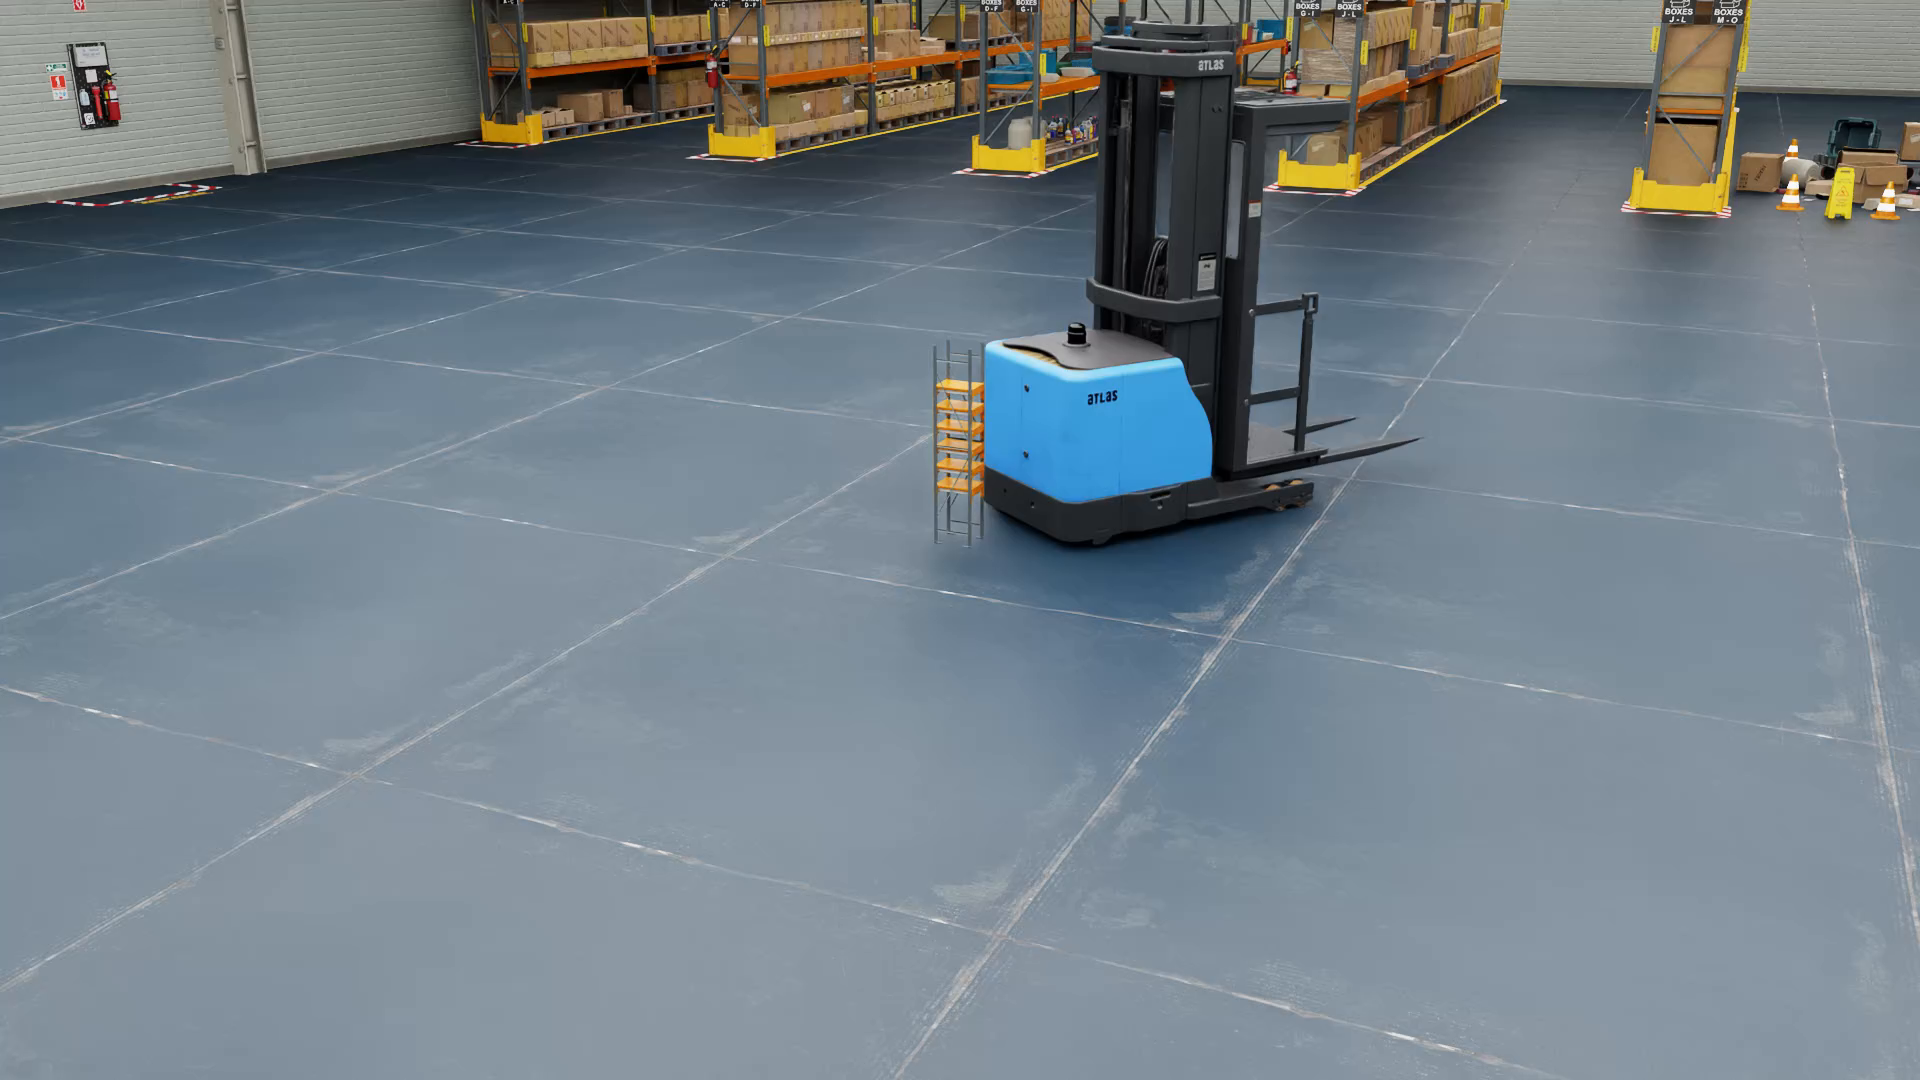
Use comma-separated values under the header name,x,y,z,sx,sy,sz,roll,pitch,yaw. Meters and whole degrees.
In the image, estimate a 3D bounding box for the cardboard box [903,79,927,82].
name,x,y,z,sx,sy,sz,roll,pitch,yaw
cardboard box,-0.933,-9.523,34.910,0.500,0.311,0.500,9,22,25

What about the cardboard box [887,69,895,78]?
name,x,y,z,sx,sy,sz,roll,pitch,yaw
cardboard box,-2.096,-12.240,43.013,0.700,0.500,0.500,8,21,23

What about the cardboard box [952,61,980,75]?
name,x,y,z,sx,sy,sz,roll,pitch,yaw
cardboard box,0.152,-10.508,36.995,0.500,0.250,0.500,8,21,22

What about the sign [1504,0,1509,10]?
name,x,y,z,sx,sy,sz,roll,pitch,yaw
sign,12.351,-12.140,37.546,0.100,0.325,0.005,9,21,23

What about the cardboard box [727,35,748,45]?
name,x,y,z,sx,sy,sz,roll,pitch,yaw
cardboard box,-3.744,-8.526,28.350,0.380,0.149,0.250,8,21,22

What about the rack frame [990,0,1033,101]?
name,x,y,z,sx,sy,sz,roll,pitch,yaw
rack frame,1.187,-11.699,38.388,1.000,3.000,0.127,9,21,23

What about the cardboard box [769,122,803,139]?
name,x,y,z,sx,sy,sz,roll,pitch,yaw
cardboard box,-3.103,-7.220,29.270,0.500,0.250,0.500,9,21,23

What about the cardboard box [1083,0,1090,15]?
name,x,y,z,sx,sy,sz,roll,pitch,yaw
cardboard box,2.894,-13.266,41.154,0.500,0.500,0.500,8,21,22

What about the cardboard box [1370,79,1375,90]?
name,x,y,z,sx,sy,sz,roll,pitch,yaw
cardboard box,6.149,-6.989,25.520,0.380,0.149,0.250,9,21,23

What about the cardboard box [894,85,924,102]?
name,x,y,z,sx,sy,sz,roll,pitch,yaw
cardboard box,-1.064,-8.982,33.389,0.500,0.311,0.500,9,22,24

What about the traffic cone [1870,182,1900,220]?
name,x,y,z,sx,sy,sz,roll,pitch,yaw
traffic cone,12.198,-4.472,21.853,0.336,0.463,0.334,9,21,23

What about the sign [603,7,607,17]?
name,x,y,z,sx,sy,sz,roll,pitch,yaw
sign,-7.118,-10.553,33.437,0.100,0.325,0.005,9,21,23

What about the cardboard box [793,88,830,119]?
name,x,y,z,sx,sy,sz,roll,pitch,yaw
cardboard box,-2.688,-7.878,30.002,0.500,0.500,0.500,9,21,23

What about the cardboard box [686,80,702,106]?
name,x,y,z,sx,sy,sz,roll,pitch,yaw
cardboard box,-5.912,-9.504,35.291,0.700,0.500,0.500,9,21,23

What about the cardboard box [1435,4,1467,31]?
name,x,y,z,sx,sy,sz,roll,pitch,yaw
cardboard box,9.678,-10.454,33.241,0.797,0.503,0.637,9,21,23

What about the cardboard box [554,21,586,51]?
name,x,y,z,sx,sy,sz,roll,pitch,yaw
cardboard box,-7.349,-9.413,31.035,0.500,0.500,0.500,8,21,21

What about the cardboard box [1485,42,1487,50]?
name,x,y,z,sx,sy,sz,roll,pitch,yaw
cardboard box,11.073,-10.585,35.630,0.380,0.149,0.250,8,21,22

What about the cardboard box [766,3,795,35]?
name,x,y,z,sx,sy,sz,roll,pitch,yaw
cardboard box,-3.292,-9.008,28.735,0.700,0.500,0.500,8,21,21

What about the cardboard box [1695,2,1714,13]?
name,x,y,z,sx,sy,sz,roll,pitch,yaw
cardboard box,14.653,-10.466,32.837,0.500,0.500,0.500,8,21,21

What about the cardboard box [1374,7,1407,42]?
name,x,y,z,sx,sy,sz,roll,pitch,yaw
cardboard box,6.810,-8.223,26.529,0.500,0.500,0.500,9,21,23

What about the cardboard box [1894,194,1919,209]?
name,x,y,z,sx,sy,sz,roll,pitch,yaw
cardboard box,13.044,-4.645,22.808,0.250,0.149,0.380,-14,24,-33

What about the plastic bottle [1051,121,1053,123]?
name,x,y,z,sx,sy,sz,roll,pitch,yaw
plastic bottle,1.616,-7.197,29.144,0.097,0.271,0.097,0,20,0

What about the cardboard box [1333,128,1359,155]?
name,x,y,z,sx,sy,sz,roll,pitch,yaw
cardboard box,5.794,-6.066,25.654,0.500,0.500,0.500,15,25,37

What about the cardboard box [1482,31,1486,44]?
name,x,y,z,sx,sy,sz,roll,pitch,yaw
cardboard box,10.863,-10.667,35.267,0.500,0.250,0.500,8,21,22

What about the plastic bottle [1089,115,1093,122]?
name,x,y,z,sx,sy,sz,roll,pitch,yaw
plastic bottle,2.296,-7.315,29.359,0.144,0.351,0.185,9,21,23

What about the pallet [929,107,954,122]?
name,x,y,z,sx,sy,sz,roll,pitch,yaw
pallet,-0.824,-8.916,34.725,1.003,0.211,1.213,9,21,23

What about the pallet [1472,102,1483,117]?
name,x,y,z,sx,sy,sz,roll,pitch,yaw
pallet,10.606,-9.247,35.654,1.003,0.211,1.213,9,21,23

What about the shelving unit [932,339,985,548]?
name,x,y,z,sx,sy,sz,roll,pitch,yaw
shelving unit,-0.006,-0.561,9.755,0.258,1.200,0.189,9,21,23

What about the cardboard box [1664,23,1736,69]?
name,x,y,z,sx,sy,sz,roll,pitch,yaw
cardboard box,9.980,-6.646,22.346,0.875,0.550,0.550,9,21,23

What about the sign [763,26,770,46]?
name,x,y,z,sx,sy,sz,roll,pitch,yaw
sign,-3.223,-8.398,27.696,0.100,0.325,0.005,9,21,23

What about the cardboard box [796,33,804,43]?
name,x,y,z,sx,sy,sz,roll,pitch,yaw
cardboard box,-2.948,-8.790,29.090,0.380,0.149,0.250,8,21,21

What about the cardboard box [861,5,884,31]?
name,x,y,z,sx,sy,sz,roll,pitch,yaw
cardboard box,-2.504,-13.129,41.961,0.980,0.700,0.700,7,21,20

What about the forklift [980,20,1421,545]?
name,x,y,z,sx,sy,sz,roll,pitch,yaw
forklift,1.653,-1.699,10.371,3.031,2.935,1.130,-11,23,-29

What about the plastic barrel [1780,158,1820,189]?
name,x,y,z,sx,sy,sz,roll,pitch,yaw
plastic barrel,12.366,-5.411,24.551,0.421,0.421,0.512,-9,22,-24

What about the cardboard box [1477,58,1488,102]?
name,x,y,z,sx,sy,sz,roll,pitch,yaw
cardboard box,10.935,-10.001,36.159,0.875,0.875,0.875,9,21,23

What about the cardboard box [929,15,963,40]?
name,x,y,z,sx,sy,sz,roll,pitch,yaw
cardboard box,-0.296,-10.929,35.448,0.700,0.500,0.500,2,20,4

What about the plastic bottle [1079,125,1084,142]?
name,x,y,z,sx,sy,sz,roll,pitch,yaw
plastic bottle,2.082,-6.981,28.536,0.097,0.271,0.097,0,20,0

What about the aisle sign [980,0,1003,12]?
name,x,y,z,sx,sy,sz,roll,pitch,yaw
aisle sign,0.490,-8.594,25.776,0.394,0.787,0.004,9,21,23

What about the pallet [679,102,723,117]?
name,x,y,z,sx,sy,sz,roll,pitch,yaw
pallet,-5.794,-9.231,35.609,1.003,0.211,1.213,9,21,23

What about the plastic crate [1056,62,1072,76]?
name,x,y,z,sx,sy,sz,roll,pitch,yaw
plastic crate,1.615,-8.097,28.575,0.450,0.188,0.662,9,21,23

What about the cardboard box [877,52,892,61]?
name,x,y,z,sx,sy,sz,roll,pitch,yaw
cardboard box,-1.540,-9.378,32.237,0.380,0.149,0.250,9,21,23

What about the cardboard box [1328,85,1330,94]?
name,x,y,z,sx,sy,sz,roll,pitch,yaw
cardboard box,5.341,-6.744,24.830,0.380,0.149,0.250,9,21,23

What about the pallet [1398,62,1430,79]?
name,x,y,z,sx,sy,sz,roll,pitch,yaw
pallet,7.393,-8.016,28.320,1.003,0.211,1.213,9,21,23

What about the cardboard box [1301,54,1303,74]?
name,x,y,z,sx,sy,sz,roll,pitch,yaw
cardboard box,5.655,-7.191,25.120,0.875,0.500,0.500,9,21,23

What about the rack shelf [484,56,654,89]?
name,x,y,z,sx,sy,sz,roll,pitch,yaw
rack shelf,-7.429,-8.982,31.821,1.077,0.370,4.000,9,21,23

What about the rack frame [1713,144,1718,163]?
name,x,y,z,sx,sy,sz,roll,pitch,yaw
rack frame,11.431,-7.182,25.686,1.000,3.000,0.127,9,21,23

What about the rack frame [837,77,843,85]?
name,x,y,z,sx,sy,sz,roll,pitch,yaw
rack frame,-3.334,-12.378,40.296,1.000,3.000,0.127,9,21,23

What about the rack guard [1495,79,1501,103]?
name,x,y,z,sx,sy,sz,roll,pitch,yaw
rack guard,11.871,-10.391,38.441,1.175,0.500,0.348,9,21,23
